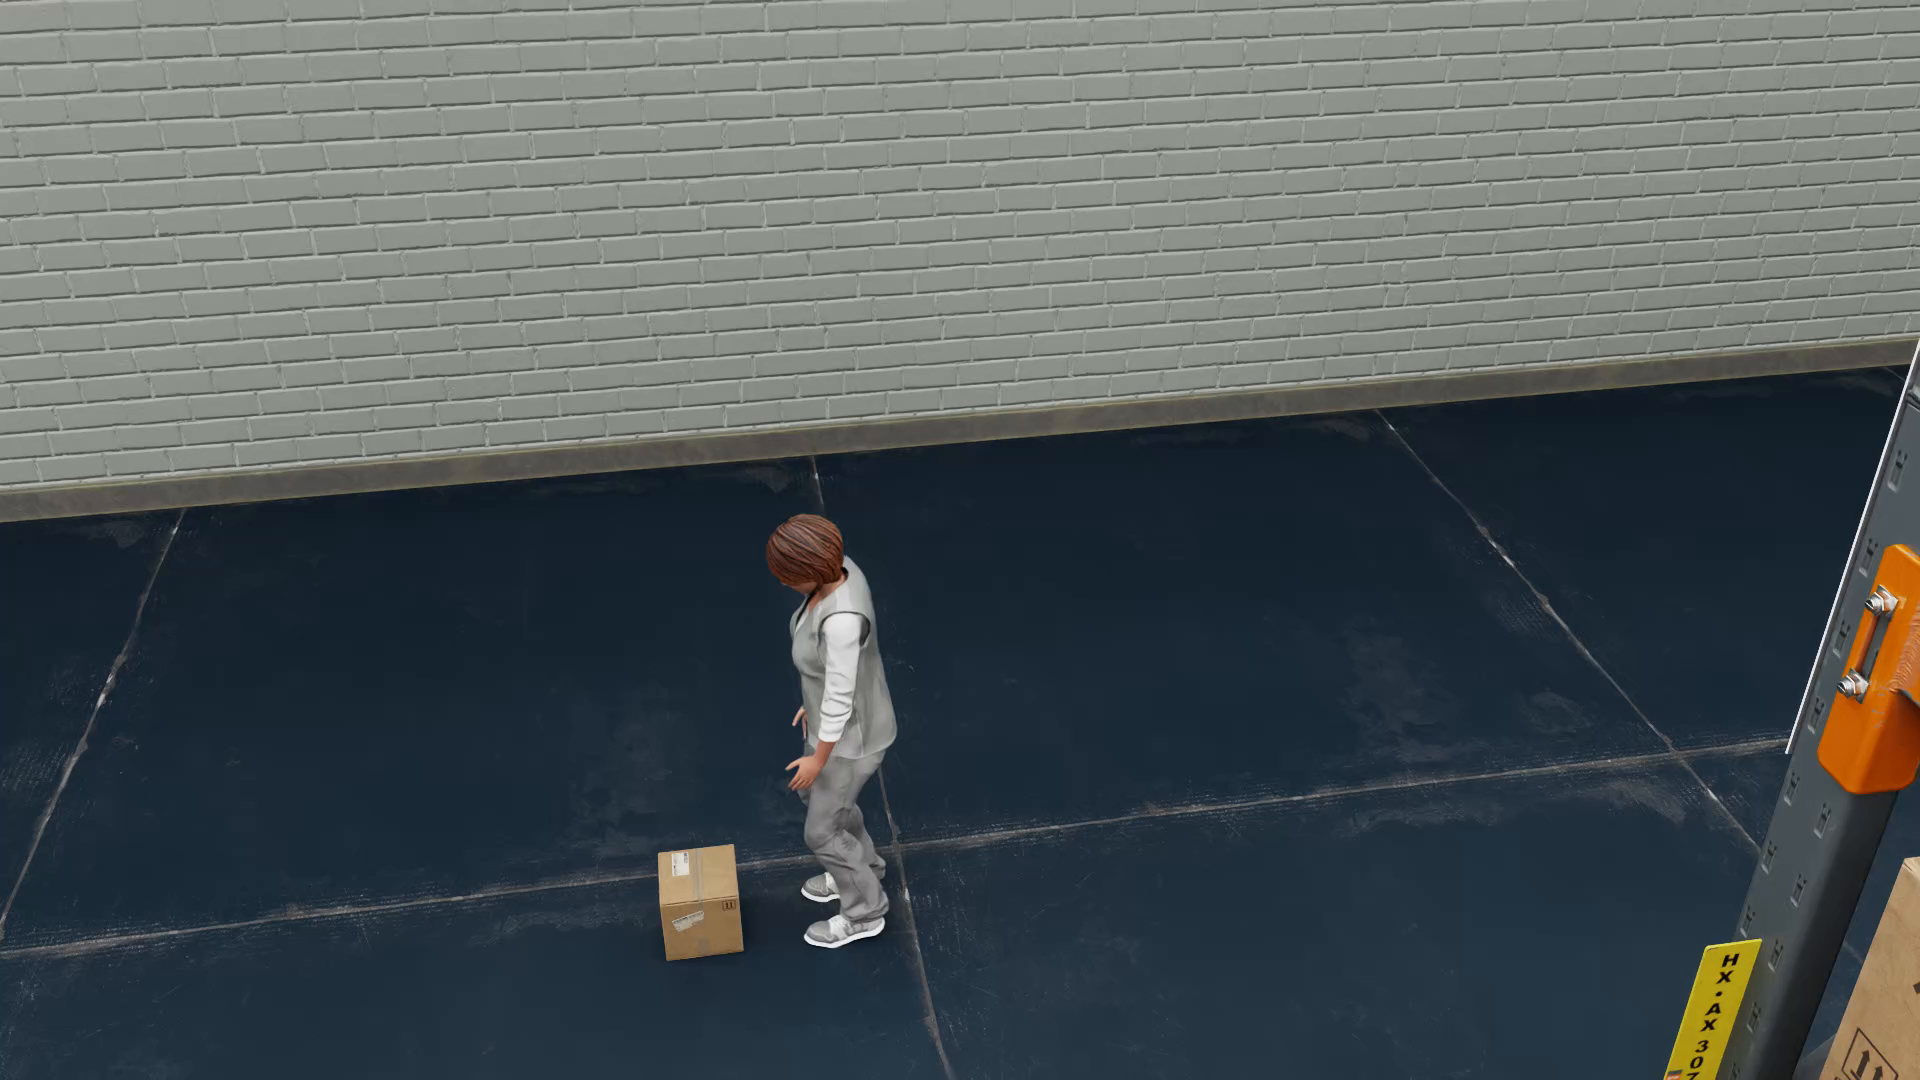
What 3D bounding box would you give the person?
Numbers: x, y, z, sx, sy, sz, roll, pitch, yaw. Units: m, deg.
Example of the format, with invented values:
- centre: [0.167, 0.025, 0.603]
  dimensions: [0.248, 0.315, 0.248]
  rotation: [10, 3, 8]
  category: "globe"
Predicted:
- centre: [-0.380, 0.612, 5.184]
  dimensions: [0.368, 1.550, 0.423]
  rotation: [-5, 31, -8]
  category: "person"
